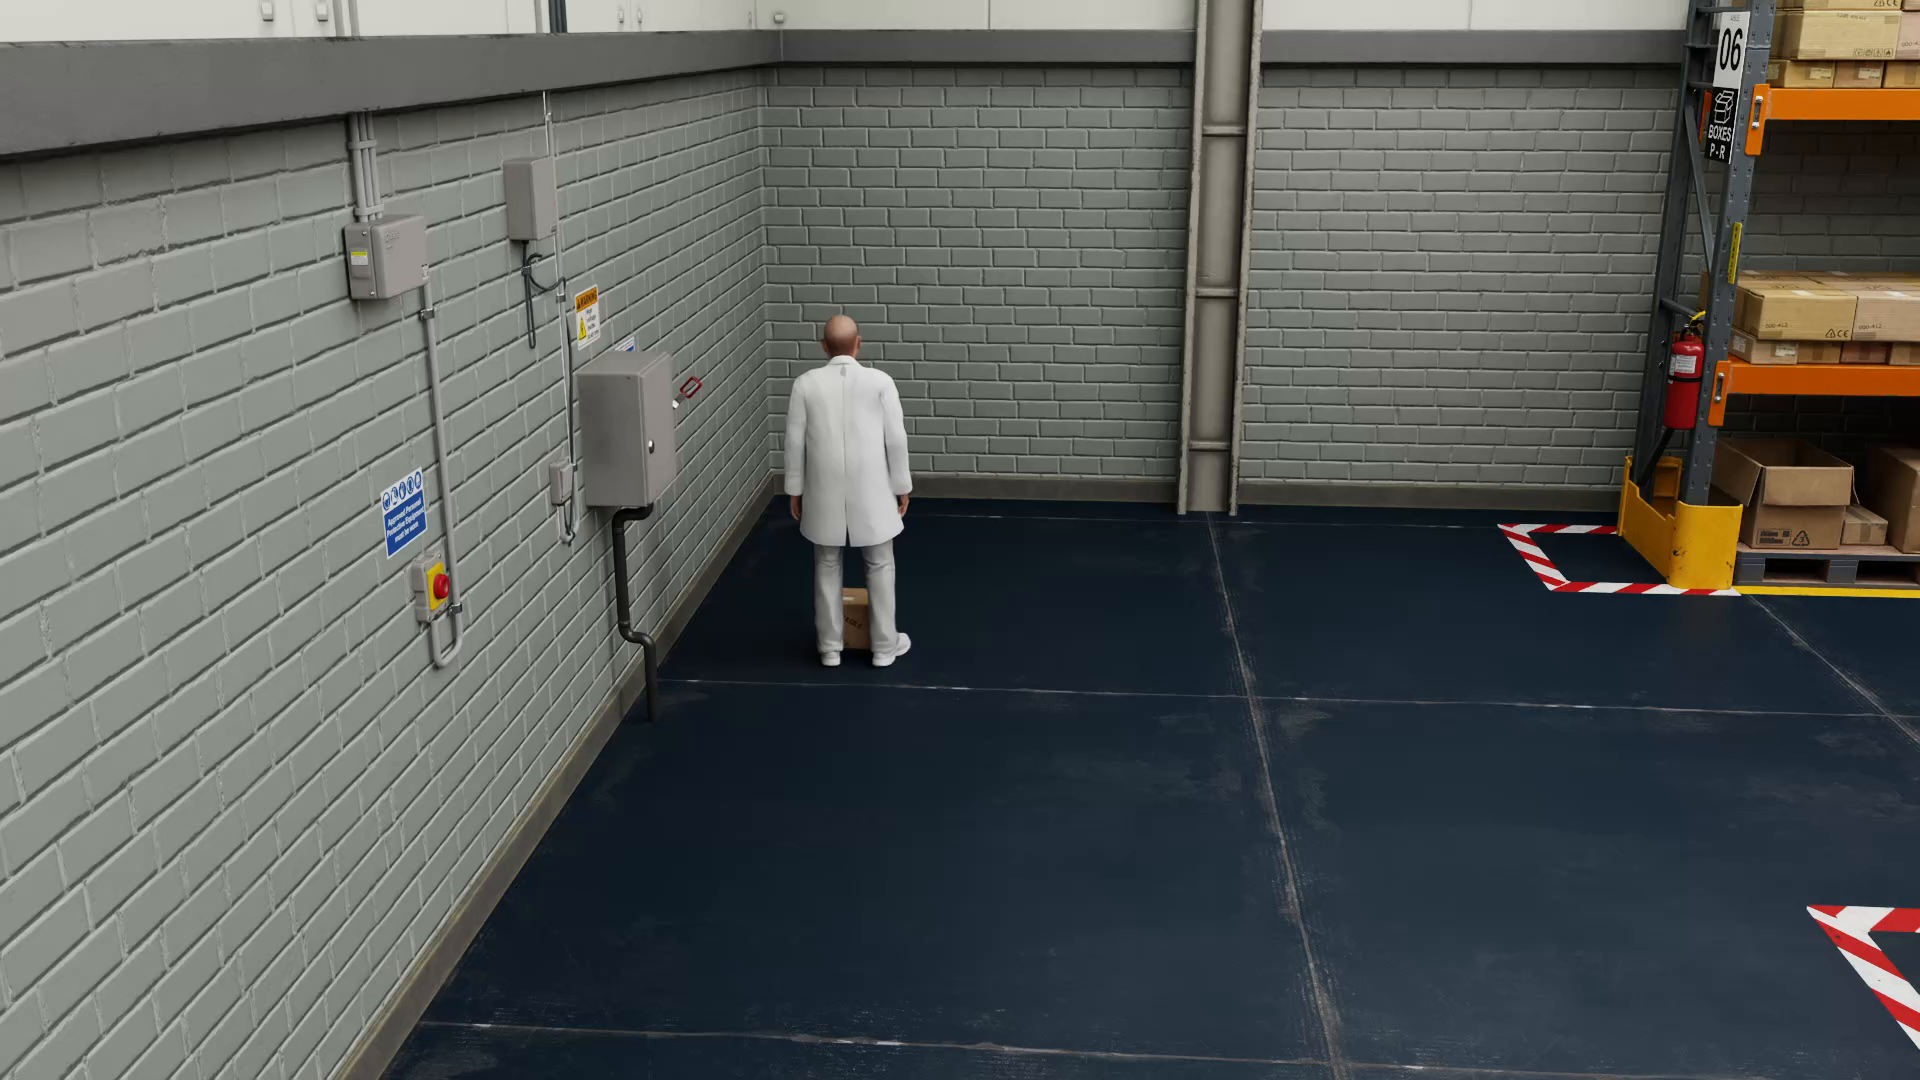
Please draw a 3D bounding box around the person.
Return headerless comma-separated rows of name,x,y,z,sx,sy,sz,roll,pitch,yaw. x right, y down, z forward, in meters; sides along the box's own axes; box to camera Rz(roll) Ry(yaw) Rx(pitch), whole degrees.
person,-0.544,-0.240,8.348,0.642,1.774,0.418,1,17,3
